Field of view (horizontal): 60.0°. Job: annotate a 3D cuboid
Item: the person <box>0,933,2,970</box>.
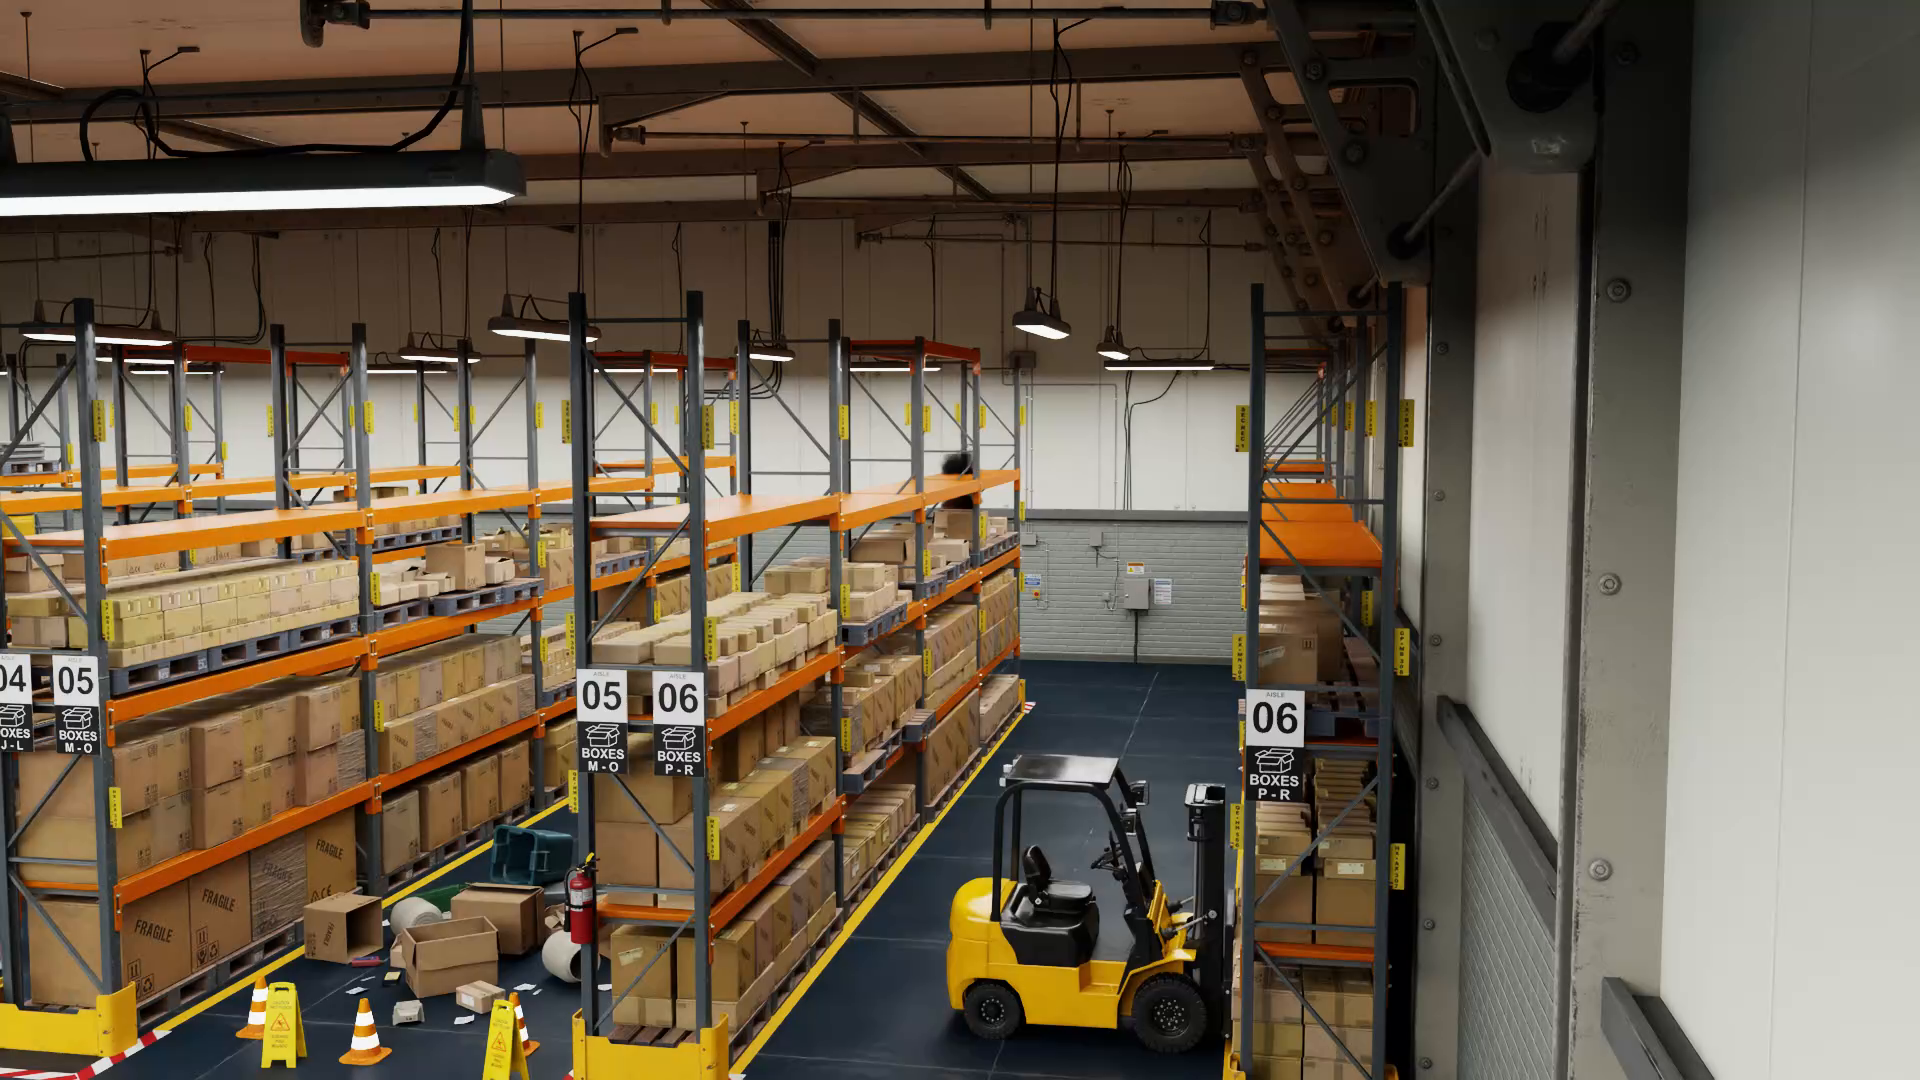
[{"bbox_3d":[-8.854,3.120,15.371,0.587,1.631,0.493,-1,5,-14],"label":"person"}]
